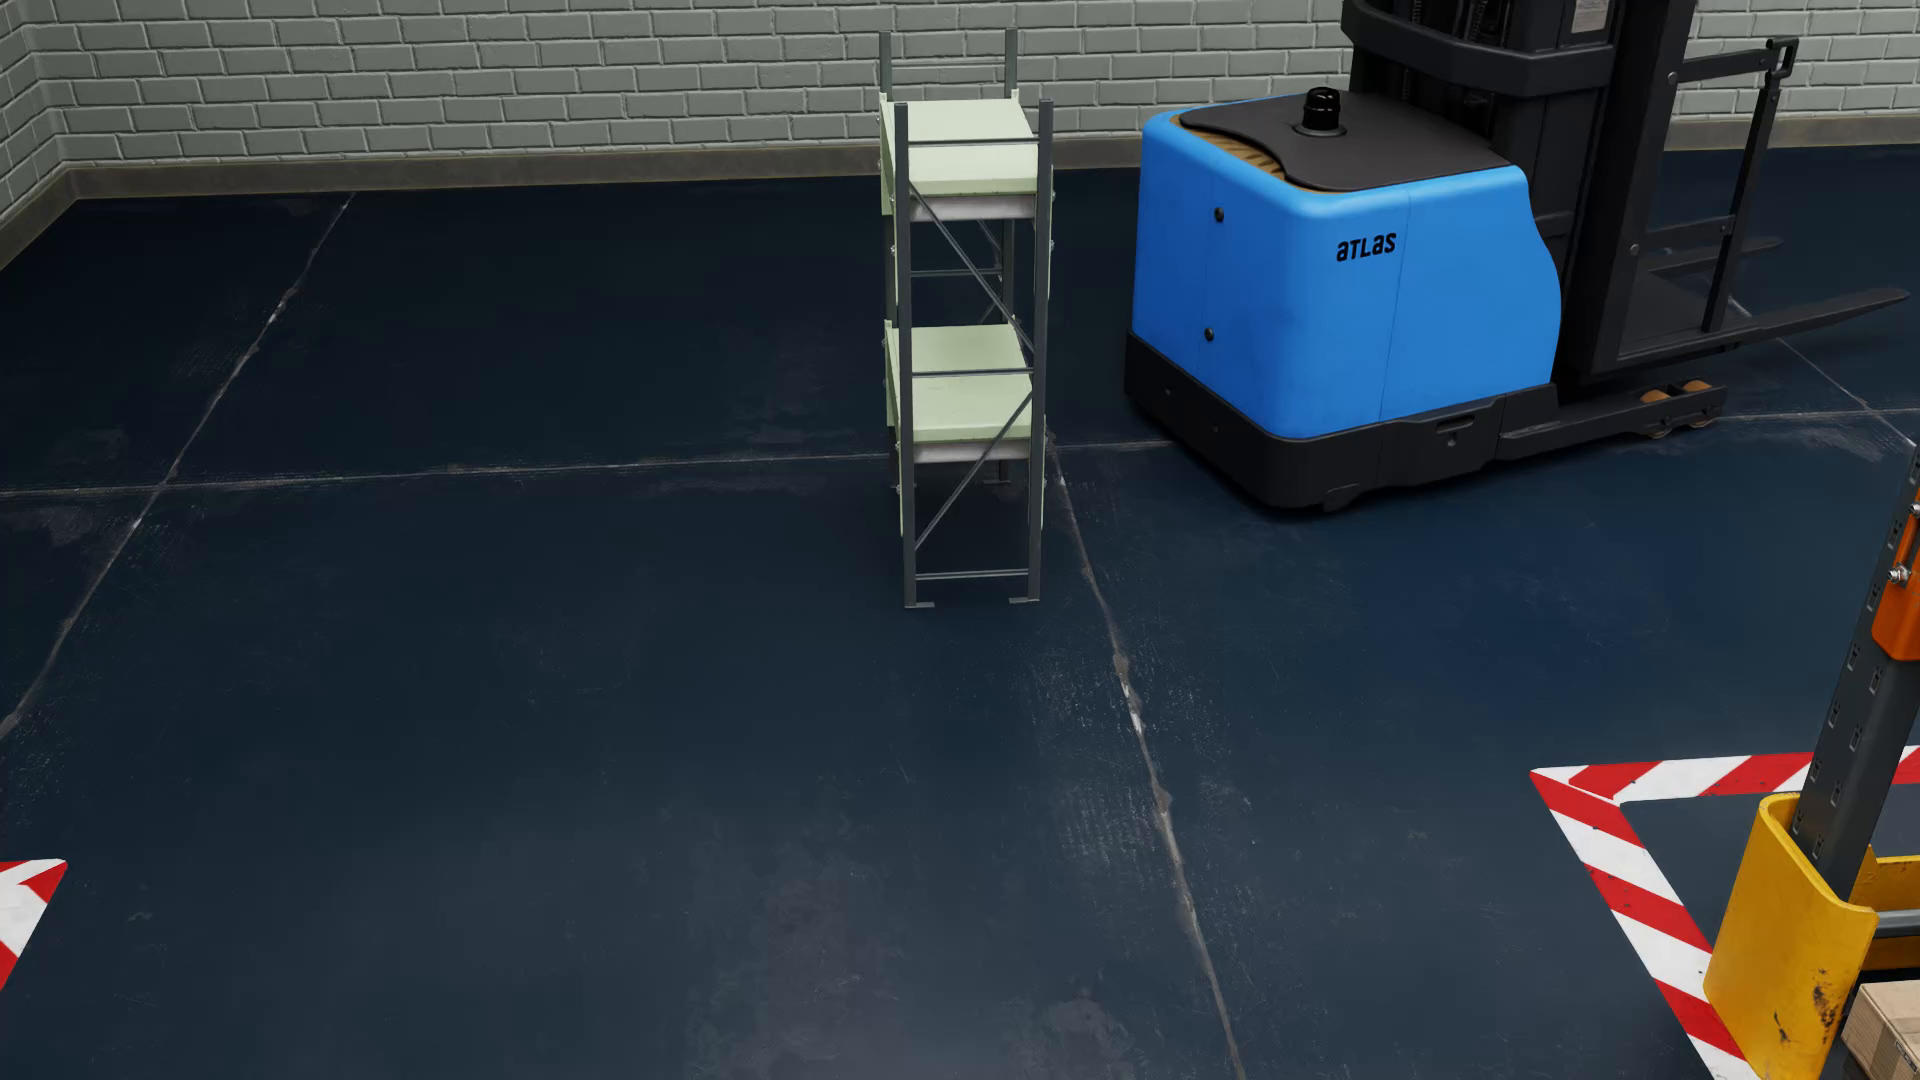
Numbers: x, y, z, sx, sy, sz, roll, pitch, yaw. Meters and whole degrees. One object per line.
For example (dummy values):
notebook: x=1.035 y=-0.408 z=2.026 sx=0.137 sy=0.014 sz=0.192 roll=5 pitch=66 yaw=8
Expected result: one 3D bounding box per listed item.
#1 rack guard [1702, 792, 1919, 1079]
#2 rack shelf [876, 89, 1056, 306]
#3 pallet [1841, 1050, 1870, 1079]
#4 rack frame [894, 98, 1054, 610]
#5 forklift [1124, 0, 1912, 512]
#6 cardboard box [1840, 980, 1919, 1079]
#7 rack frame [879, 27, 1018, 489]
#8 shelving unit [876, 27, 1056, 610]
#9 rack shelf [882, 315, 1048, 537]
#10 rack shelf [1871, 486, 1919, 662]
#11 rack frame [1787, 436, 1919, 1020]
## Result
rack guard: x=2.206 y=0.798 z=3.426 sx=1.175 sy=0.500 sz=0.348 roll=-3 pitch=31 yaw=-5
rack shelf: x=0.001 y=-0.976 z=4.660 sx=0.431 sy=0.370 sz=0.720 roll=-3 pitch=31 yaw=-5
pallet: x=2.282 y=1.329 z=2.819 sx=1.003 sy=0.211 sz=1.213 roll=-3 pitch=31 yaw=-5
rack frame: x=0.035 y=-0.454 z=4.547 sx=0.400 sy=1.500 sz=0.023 roll=-3 pitch=31 yaw=-5
forklift: x=2.153 y=-1.847 z=5.483 sx=3.031 sy=2.935 sz=1.130 roll=-13 pitch=33 yaw=-21
cardboard box: x=1.896 y=0.951 z=3.083 sx=0.380 sy=0.149 sz=0.250 roll=-3 pitch=31 yaw=-5
rack frame: x=-0.034 y=-0.827 z=5.173 sx=0.400 sy=1.500 sz=0.023 roll=-3 pitch=31 yaw=-5
shelving unit: x=0.001 y=-0.640 z=4.860 sx=0.431 sy=1.500 sz=0.755 roll=-3 pitch=31 yaw=-5
rack shelf: x=0.001 y=-0.361 z=5.027 sx=0.431 sy=0.370 sz=0.720 roll=-3 pitch=31 yaw=-5
rack shelf: x=2.386 y=1.016 z=1.325 sx=1.077 sy=0.370 sz=4.000 roll=-3 pitch=31 yaw=-5
rack frame: x=2.199 y=-0.314 z=2.850 sx=1.000 sy=3.000 sz=0.127 roll=-3 pitch=31 yaw=-5
